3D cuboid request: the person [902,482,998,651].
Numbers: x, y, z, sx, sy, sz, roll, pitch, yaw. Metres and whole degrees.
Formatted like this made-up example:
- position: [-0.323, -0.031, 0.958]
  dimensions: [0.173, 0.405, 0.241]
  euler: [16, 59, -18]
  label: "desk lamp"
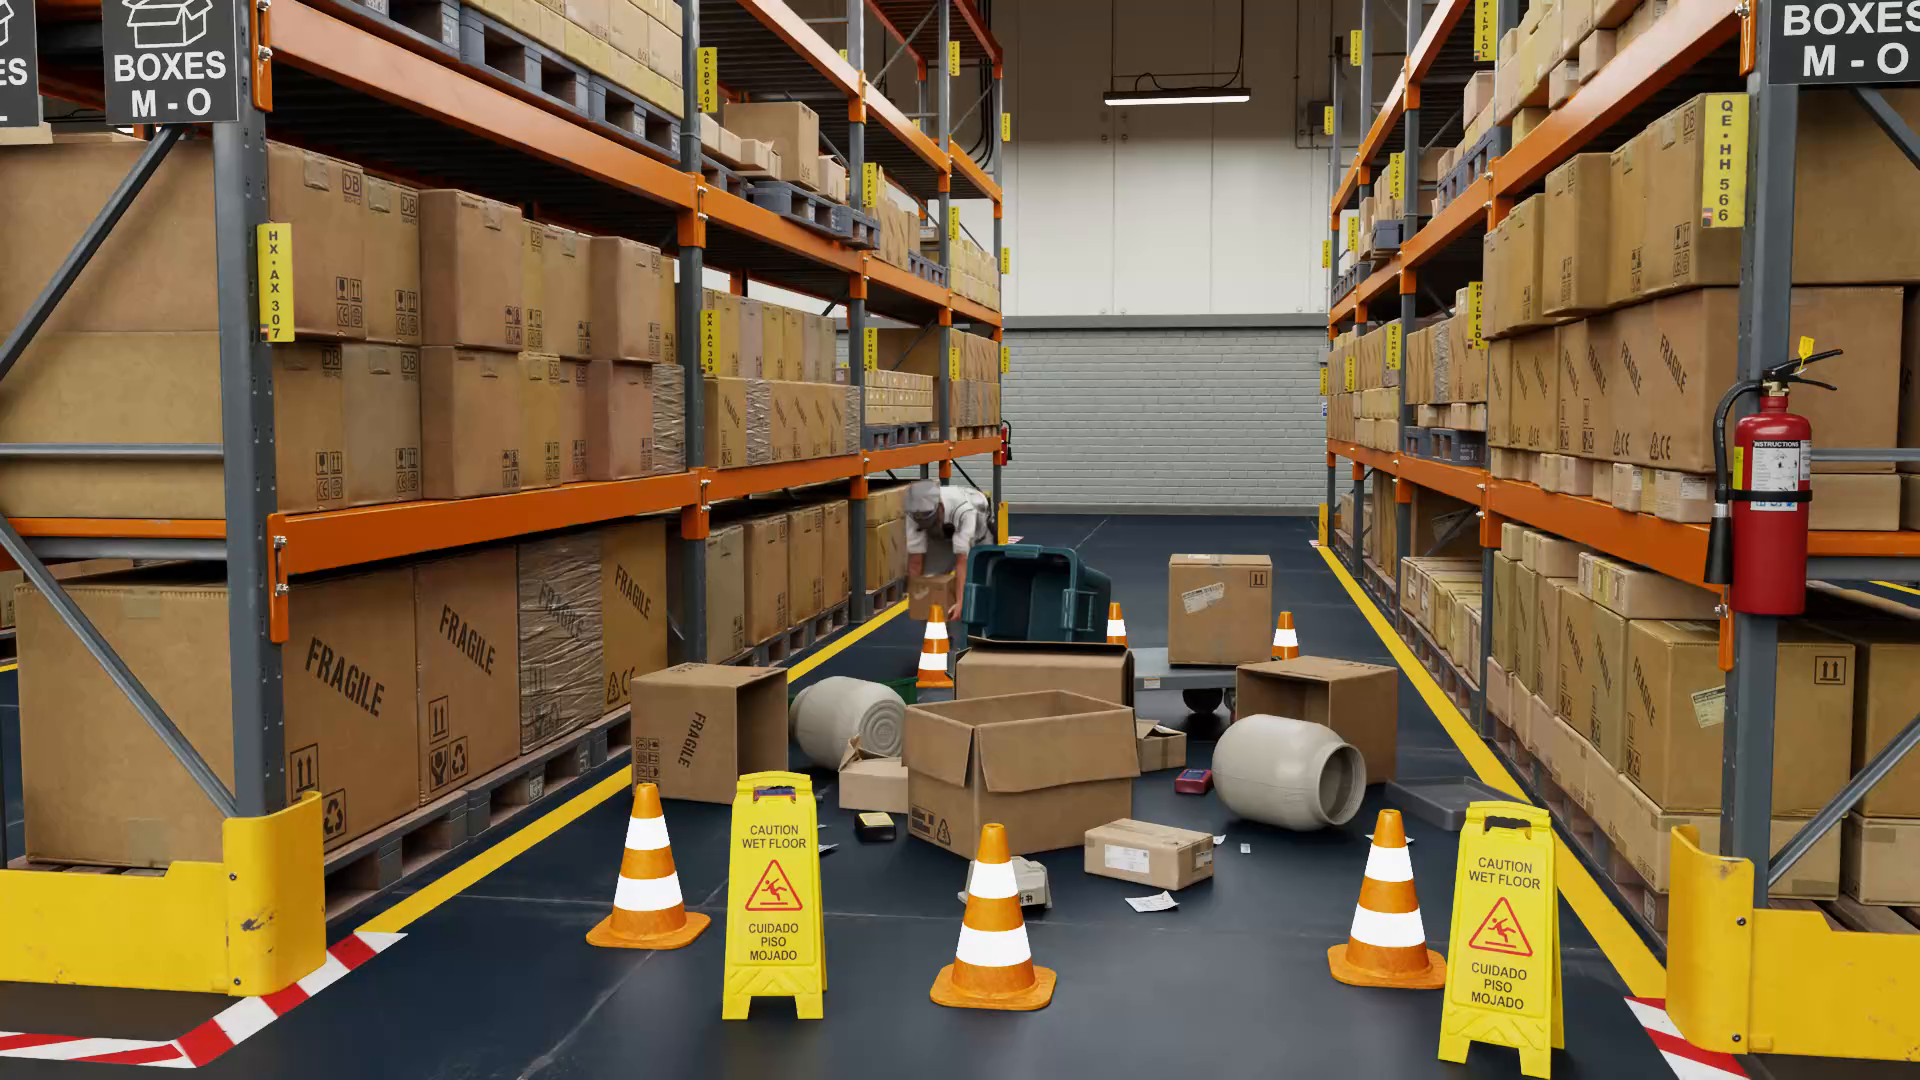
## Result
- position: [-0.093, 0.216, 10.429]
  dimensions: [0.490, 1.196, 1.038]
  euler: [2, 5, 19]
  label: "person"
